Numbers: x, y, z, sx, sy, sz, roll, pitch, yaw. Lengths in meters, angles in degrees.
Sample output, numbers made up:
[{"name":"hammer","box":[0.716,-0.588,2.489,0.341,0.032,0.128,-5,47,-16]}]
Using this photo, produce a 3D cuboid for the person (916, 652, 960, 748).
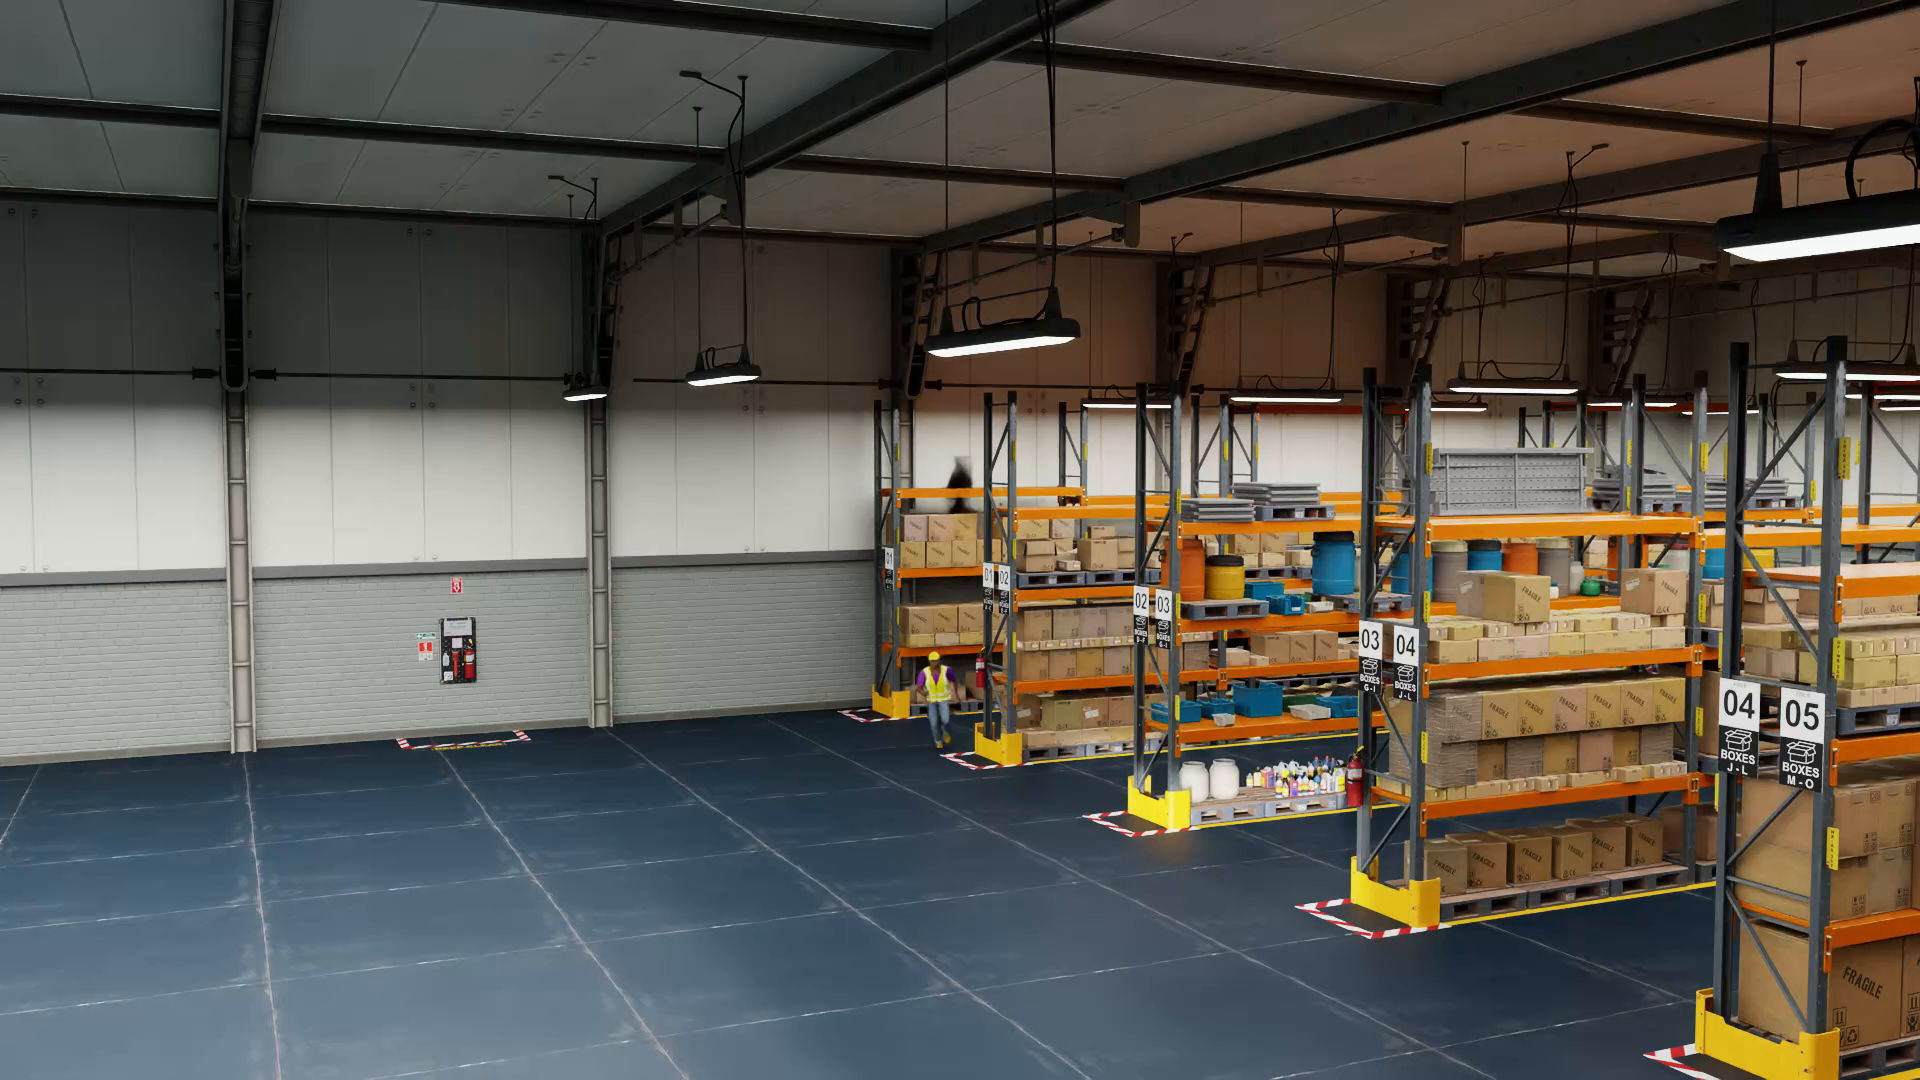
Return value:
[{"name":"person","box":[-0.372,2.705,27.924,0.717,1.680,0.843,0,3,7]}]
